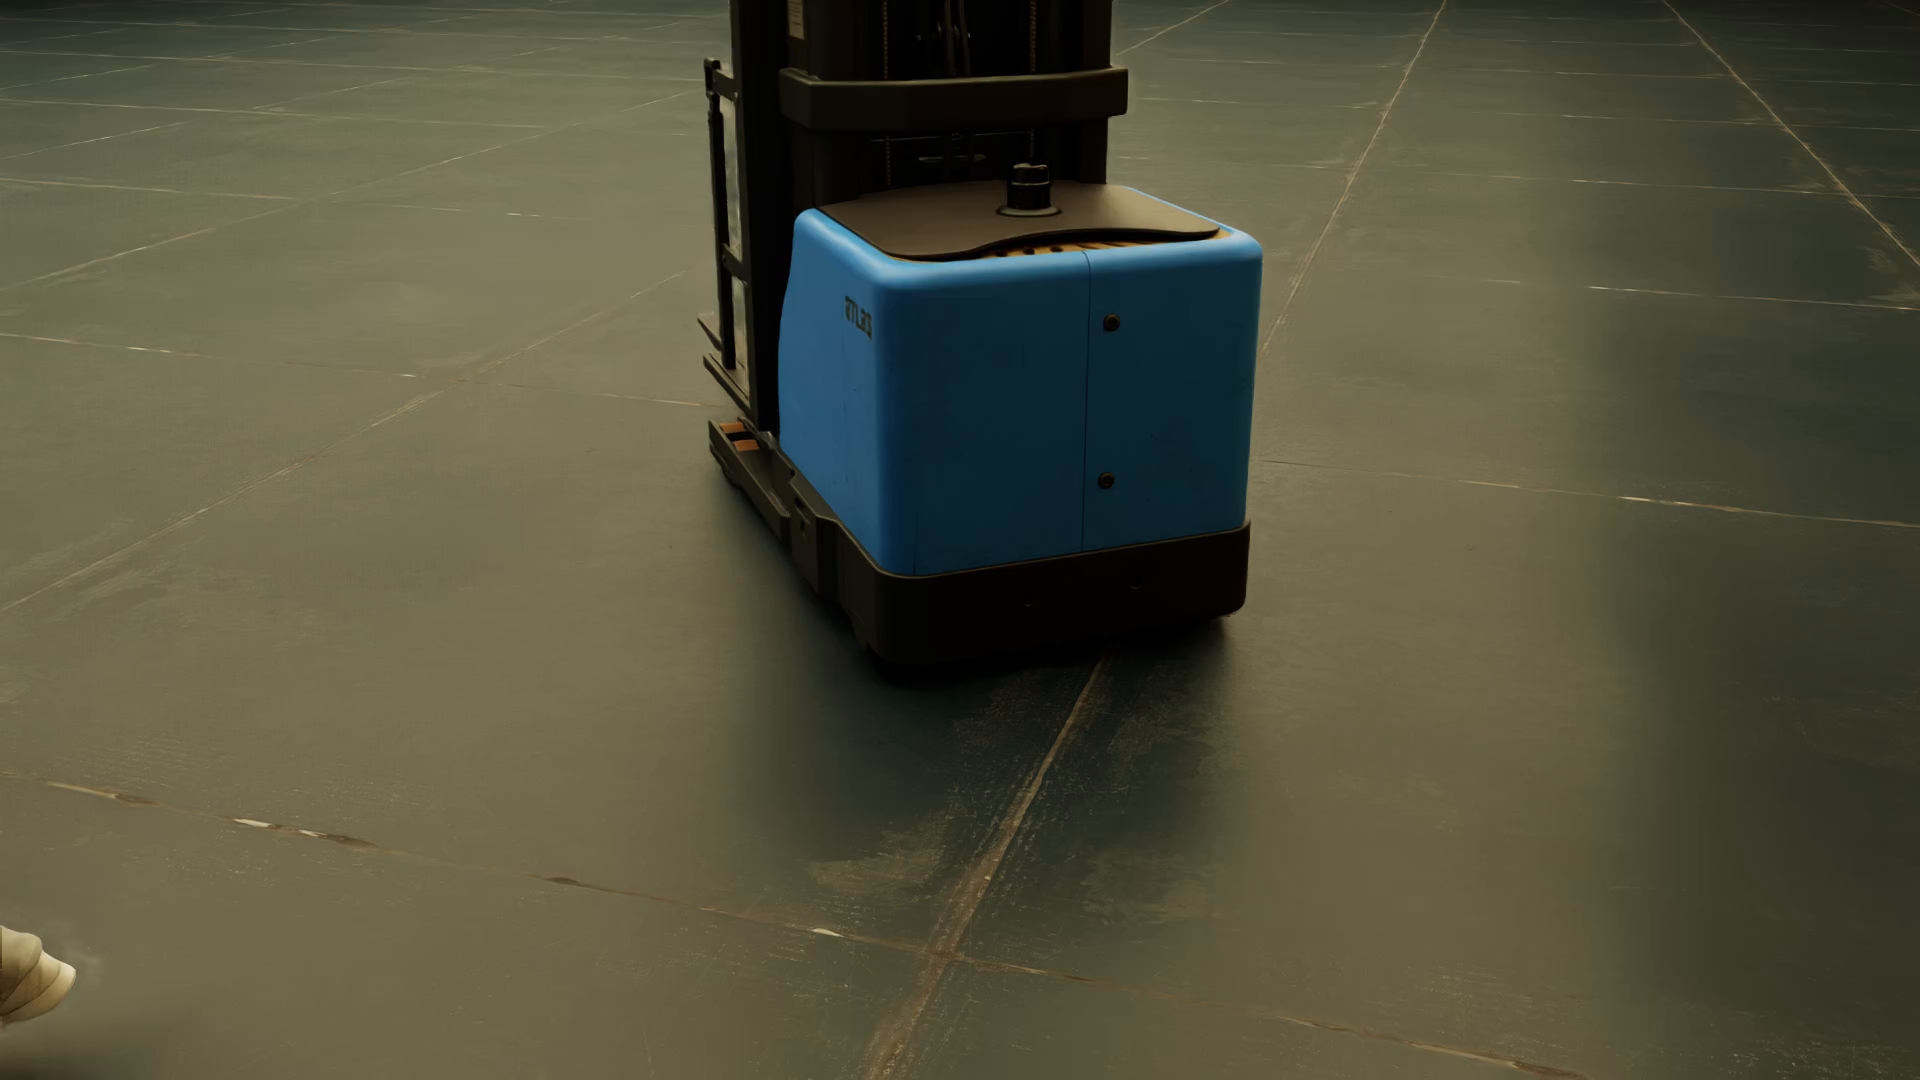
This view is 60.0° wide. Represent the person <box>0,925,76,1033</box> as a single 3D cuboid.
[{"bbox_3d":[-1.913,0.168,2.700,0.789,1.545,0.767,3,23,7],"label":"person"}]

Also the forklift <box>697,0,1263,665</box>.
[{"bbox_3d":[-0.218,-1.573,5.089,1.130,2.935,3.031,-8,24,-19],"label":"forklift"}]
